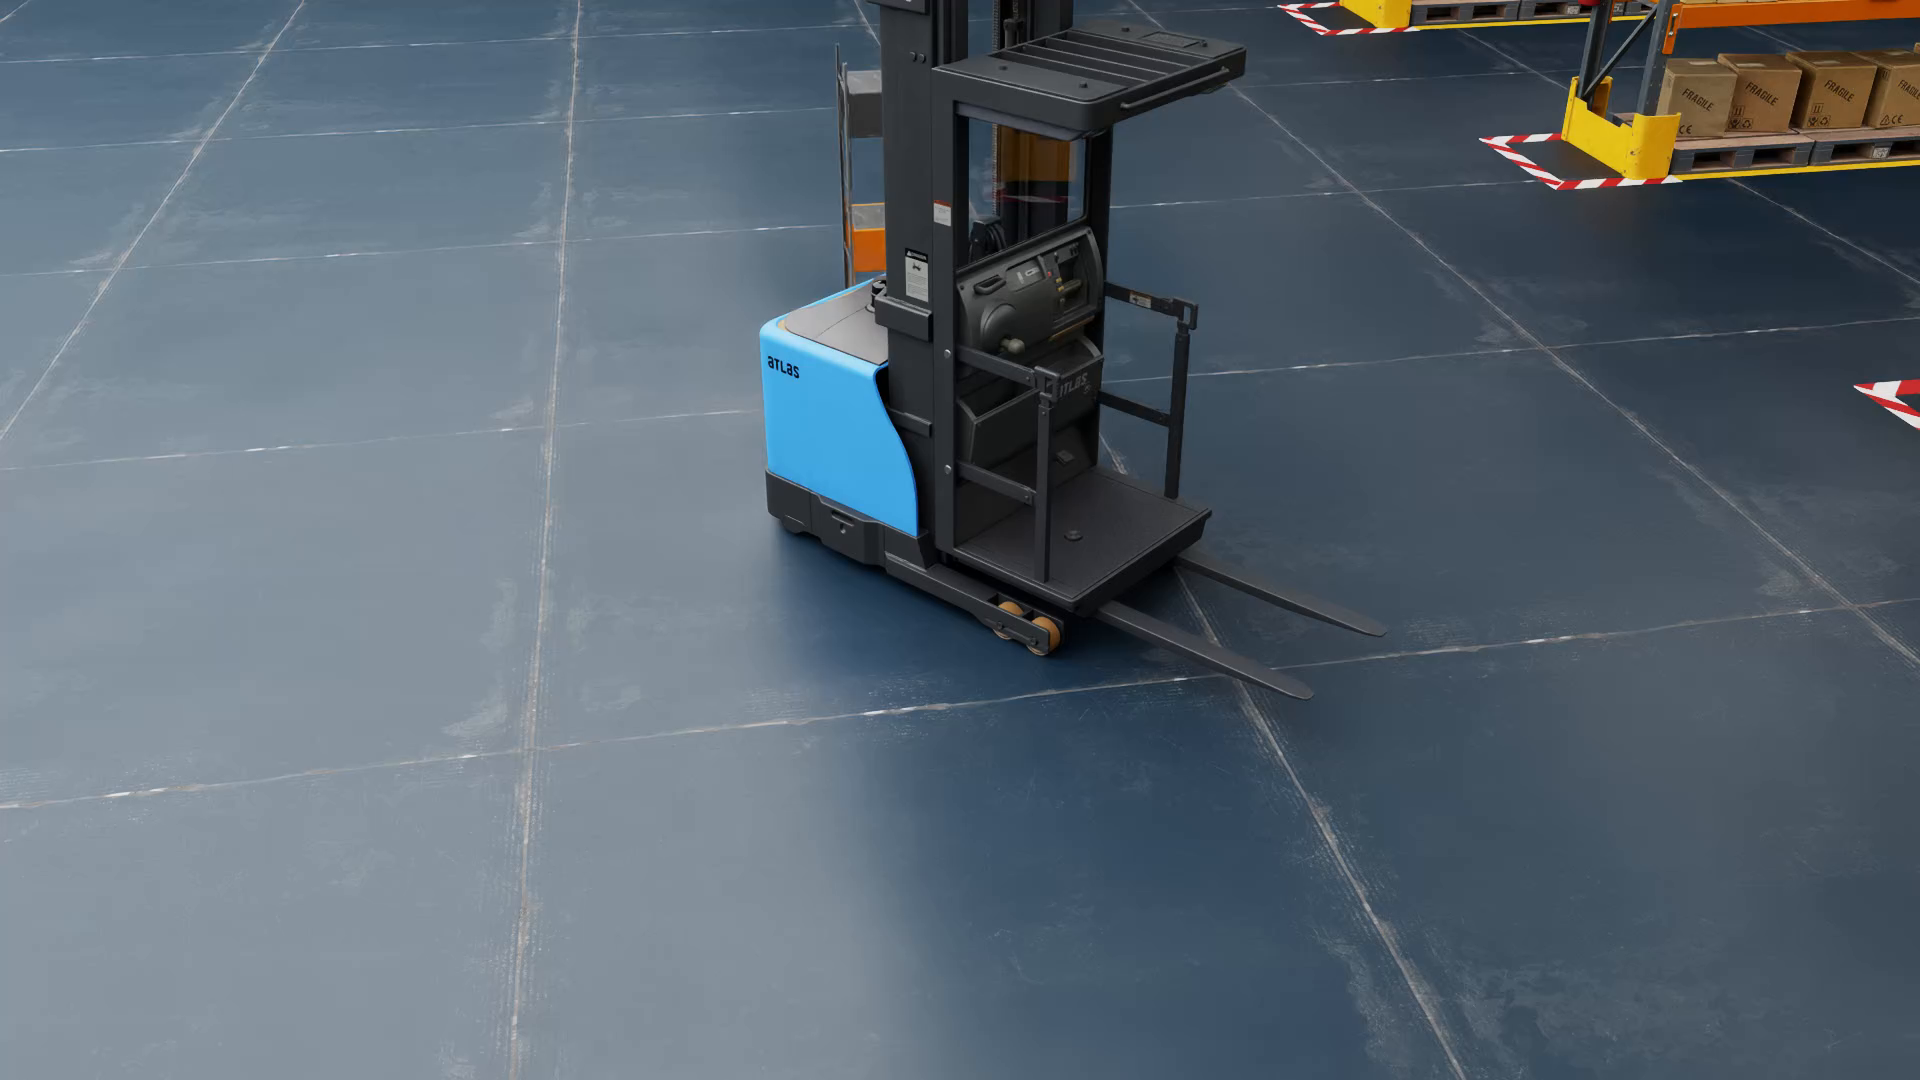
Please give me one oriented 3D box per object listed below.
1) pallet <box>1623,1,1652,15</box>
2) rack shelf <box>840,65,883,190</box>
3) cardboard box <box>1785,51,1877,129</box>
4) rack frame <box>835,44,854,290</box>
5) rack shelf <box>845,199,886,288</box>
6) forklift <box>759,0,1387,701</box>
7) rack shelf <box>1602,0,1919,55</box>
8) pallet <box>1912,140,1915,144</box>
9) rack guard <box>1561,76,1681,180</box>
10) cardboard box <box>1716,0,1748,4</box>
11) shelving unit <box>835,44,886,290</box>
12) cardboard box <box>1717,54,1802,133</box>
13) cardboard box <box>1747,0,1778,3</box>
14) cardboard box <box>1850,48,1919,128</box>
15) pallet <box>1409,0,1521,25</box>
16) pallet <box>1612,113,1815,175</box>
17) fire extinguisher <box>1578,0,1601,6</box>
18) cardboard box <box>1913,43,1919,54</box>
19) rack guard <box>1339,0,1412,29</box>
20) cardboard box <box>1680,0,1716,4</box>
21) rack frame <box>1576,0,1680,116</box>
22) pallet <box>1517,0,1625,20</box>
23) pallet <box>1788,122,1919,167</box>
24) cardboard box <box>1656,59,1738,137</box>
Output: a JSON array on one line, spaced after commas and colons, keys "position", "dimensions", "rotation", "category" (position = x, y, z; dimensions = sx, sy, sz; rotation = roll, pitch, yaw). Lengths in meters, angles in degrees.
[{"position": [7.625, -6.008, 18.259], "dimensions": [1.213, 0.211, 1.003], "rotation": [-5, 31, -9], "category": "pallet"}, {"position": [-0.344, -2.096, 8.389], "dimensions": [0.480, 0.518, 0.431], "rotation": [-5, 31, -8], "category": "rack shelf"}, {"position": [7.069, -3.687, 13.614], "dimensions": [0.500, 0.500, 0.500], "rotation": [-3, 31, -4], "category": "cardboard box"}, {"position": [-0.585, -1.484, 8.701], "dimensions": [0.015, 2.100, 0.400], "rotation": [-5, 31, -8], "category": "rack frame"}, {"position": [-0.344, -1.492, 8.743], "dimensions": [0.480, 0.518, 0.431], "rotation": [-5, 31, -8], "category": "rack shelf"}, {"position": [0.477, -1.055, 7.152], "dimensions": [3.031, 2.935, 1.130], "rotation": [24, 38, 34], "category": "forklift"}, {"position": [7.218, -4.288, 13.294], "dimensions": [4.000, 0.370, 1.077], "rotation": [-5, 31, -9], "category": "rack shelf"}, {"position": [8.531, -3.500, 13.994], "dimensions": [1.213, 0.211, 1.003], "rotation": [-5, 31, -9], "category": "pallet"}, {"position": [5.326, -3.345, 13.446], "dimensions": [0.348, 0.500, 1.175], "rotation": [-5, 31, -9], "category": "rack guard"}, {"position": [5.824, -4.228, 12.729], "dimensions": [0.250, 0.149, 0.380], "rotation": [-5, 31, -9], "category": "cardboard box"}, {"position": [-0.344, -1.504, 8.736], "dimensions": [0.503, 2.100, 0.431], "rotation": [-5, 31, -8], "category": "shelving unit"}, {"position": [6.450, -3.640, 13.532], "dimensions": [0.500, 0.500, 0.500], "rotation": [2, 31, 4], "category": "cardboard box"}, {"position": [6.072, -4.243, 12.755], "dimensions": [0.250, 0.149, 0.380], "rotation": [-5, 31, -9], "category": "cardboard box"}, {"position": [7.626, -3.716, 13.662], "dimensions": [0.500, 0.500, 0.500], "rotation": [-8, 31, -13], "category": "cardboard box"}, {"position": [5.225, -5.785, 17.881], "dimensions": [1.213, 0.211, 1.003], "rotation": [-5, 31, -9], "category": "pallet"}, {"position": [6.131, -3.277, 13.615], "dimensions": [1.213, 0.211, 1.003], "rotation": [-5, 31, -9], "category": "pallet"}, {"position": [5.055, -4.602, 13.193], "dimensions": [0.183, 0.674, 0.296], "rotation": [-5, 31, -9], "category": "fire extinguisher"}, {"position": [8.223, -3.812, 13.825], "dimensions": [0.500, 0.500, 0.500], "rotation": [4, 31, 7], "category": "cardboard box"}, {"position": [4.425, -5.838, 17.686], "dimensions": [0.348, 0.500, 1.175], "rotation": [-5, 31, -9], "category": "rack guard"}, {"position": [5.574, -4.215, 12.706], "dimensions": [0.250, 0.149, 0.380], "rotation": [-5, 31, -9], "category": "cardboard box"}, {"position": [5.251, -4.416, 12.801], "dimensions": [0.127, 3.000, 1.000], "rotation": [-5, 31, -9], "category": "rack frame"}, {"position": [6.423, -5.895, 18.067], "dimensions": [1.213, 0.211, 1.003], "rotation": [-5, 31, -9], "category": "pallet"}, {"position": [7.329, -3.387, 13.802], "dimensions": [1.213, 0.211, 1.003], "rotation": [-5, 31, -9], "category": "pallet"}, {"position": [5.868, -3.568, 13.411], "dimensions": [0.500, 0.500, 0.500], "rotation": [0, 30, 0], "category": "cardboard box"}]
